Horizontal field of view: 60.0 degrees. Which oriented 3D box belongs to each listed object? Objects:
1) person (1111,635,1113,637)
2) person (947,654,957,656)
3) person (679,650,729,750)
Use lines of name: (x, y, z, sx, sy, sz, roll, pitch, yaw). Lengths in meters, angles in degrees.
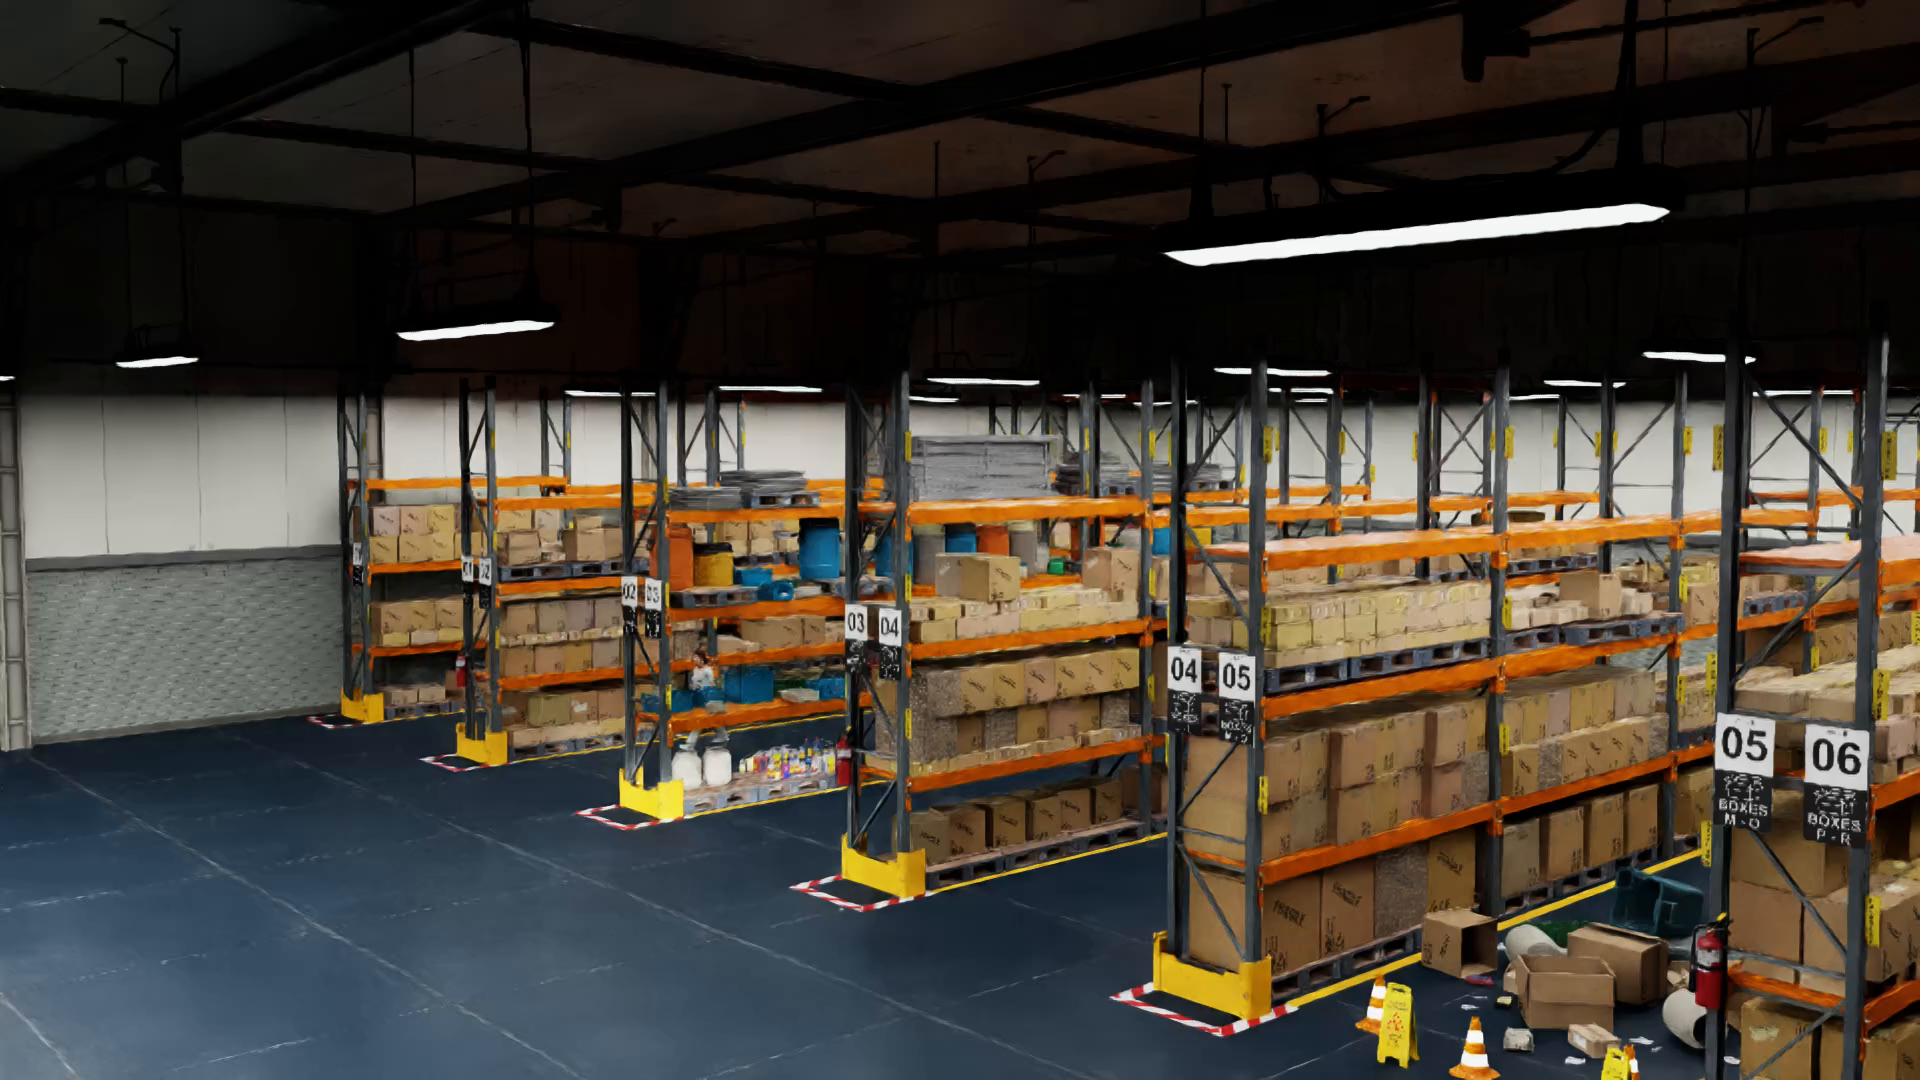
person: (3.095, 2.226, 31.693, 0.548, 1.735, 0.702, -4, 5, -43)
person: (-0.055, 2.282, 30.814, 0.546, 1.733, 0.729, -4, 5, -43)
person: (-4.197, 2.572, 27.038, 1.099, 1.586, 0.449, -4, 5, -44)
